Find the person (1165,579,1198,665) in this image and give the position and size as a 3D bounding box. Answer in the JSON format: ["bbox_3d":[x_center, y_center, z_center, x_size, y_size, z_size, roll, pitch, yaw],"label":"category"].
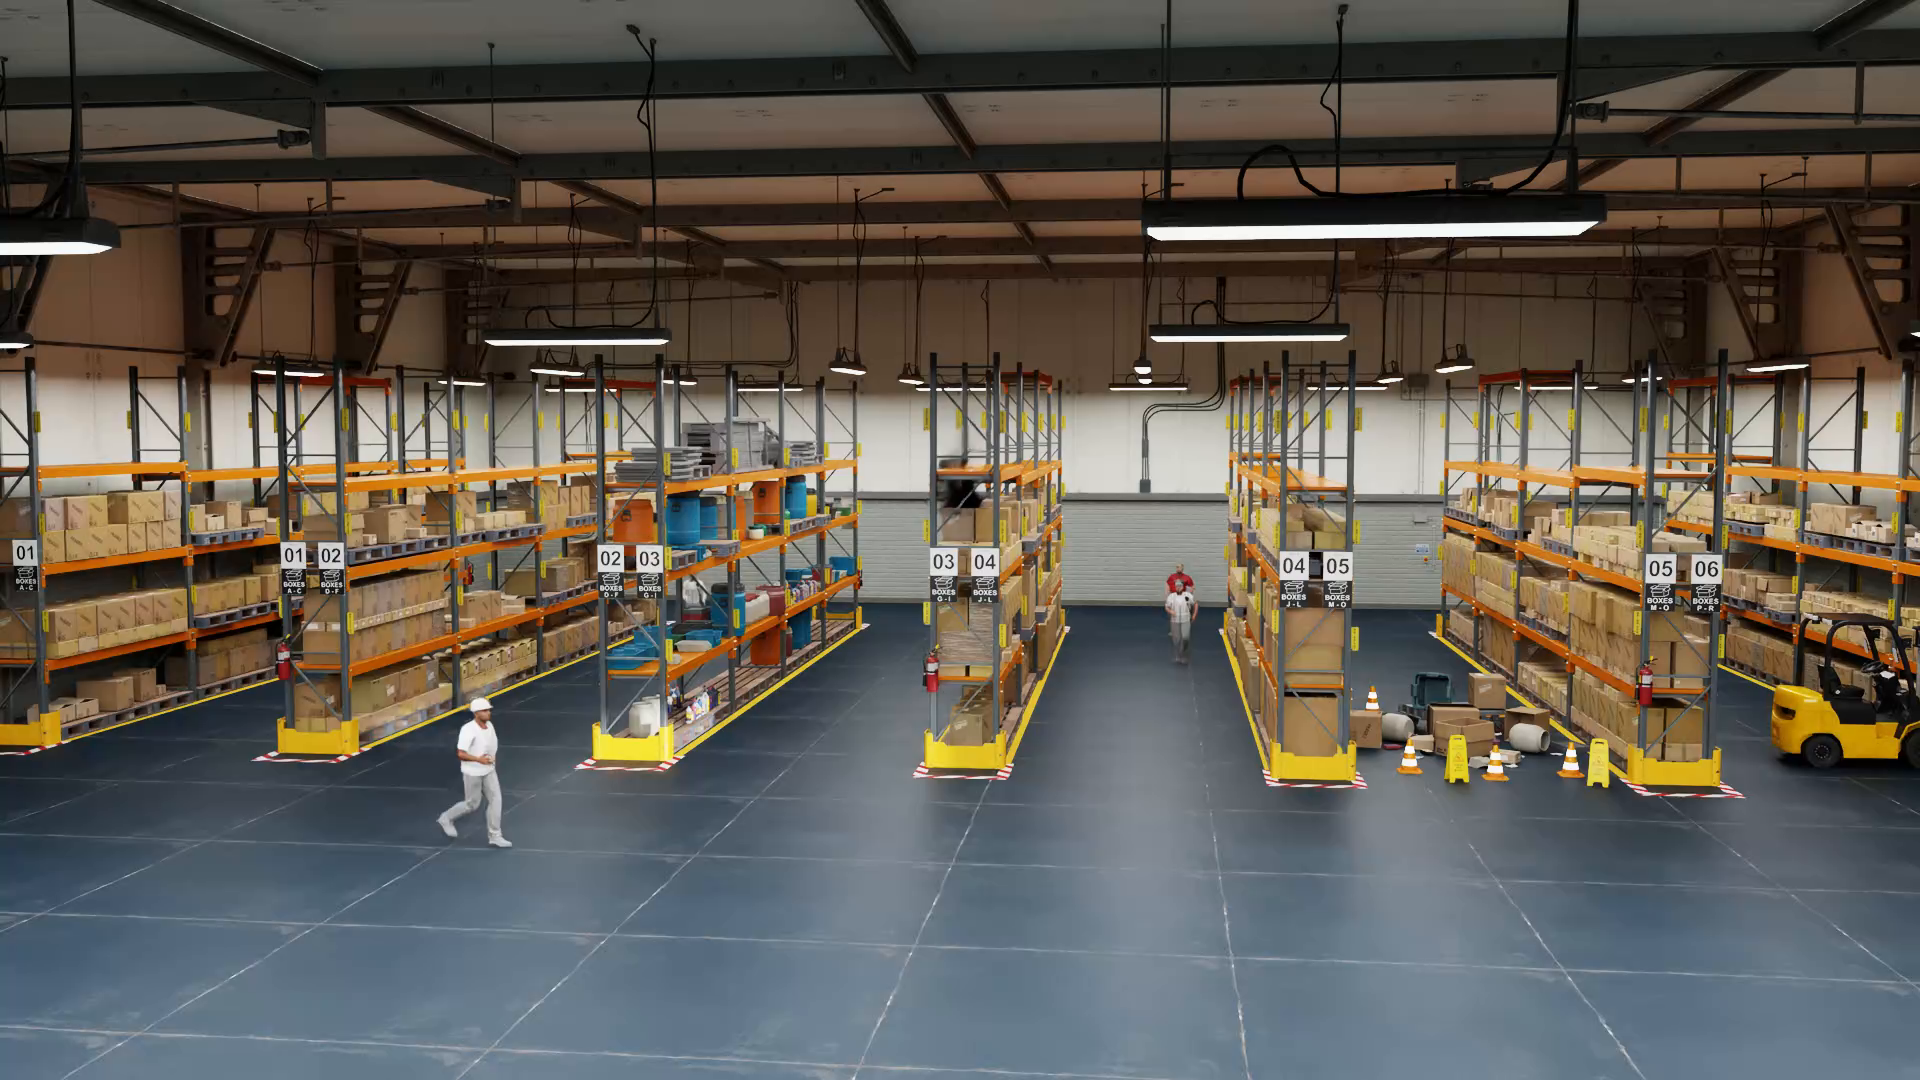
[{"bbox_3d":[4.584,1.701,34.502,0.673,1.784,0.694,1,4,11],"label":"person"}]

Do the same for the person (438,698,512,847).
[{"bbox_3d":[-5.712,2.733,19.623,0.924,1.754,0.681,2,4,22],"label":"person"}]

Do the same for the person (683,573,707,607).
[{"bbox_3d":[-6.158,1.462,38.404,0.594,1.645,0.622,0,4,-3],"label":"person"}]

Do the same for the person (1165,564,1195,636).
[{"bbox_3d":[5.093,1.406,38.994,0.688,1.696,0.528,2,5,31],"label":"person"}]
